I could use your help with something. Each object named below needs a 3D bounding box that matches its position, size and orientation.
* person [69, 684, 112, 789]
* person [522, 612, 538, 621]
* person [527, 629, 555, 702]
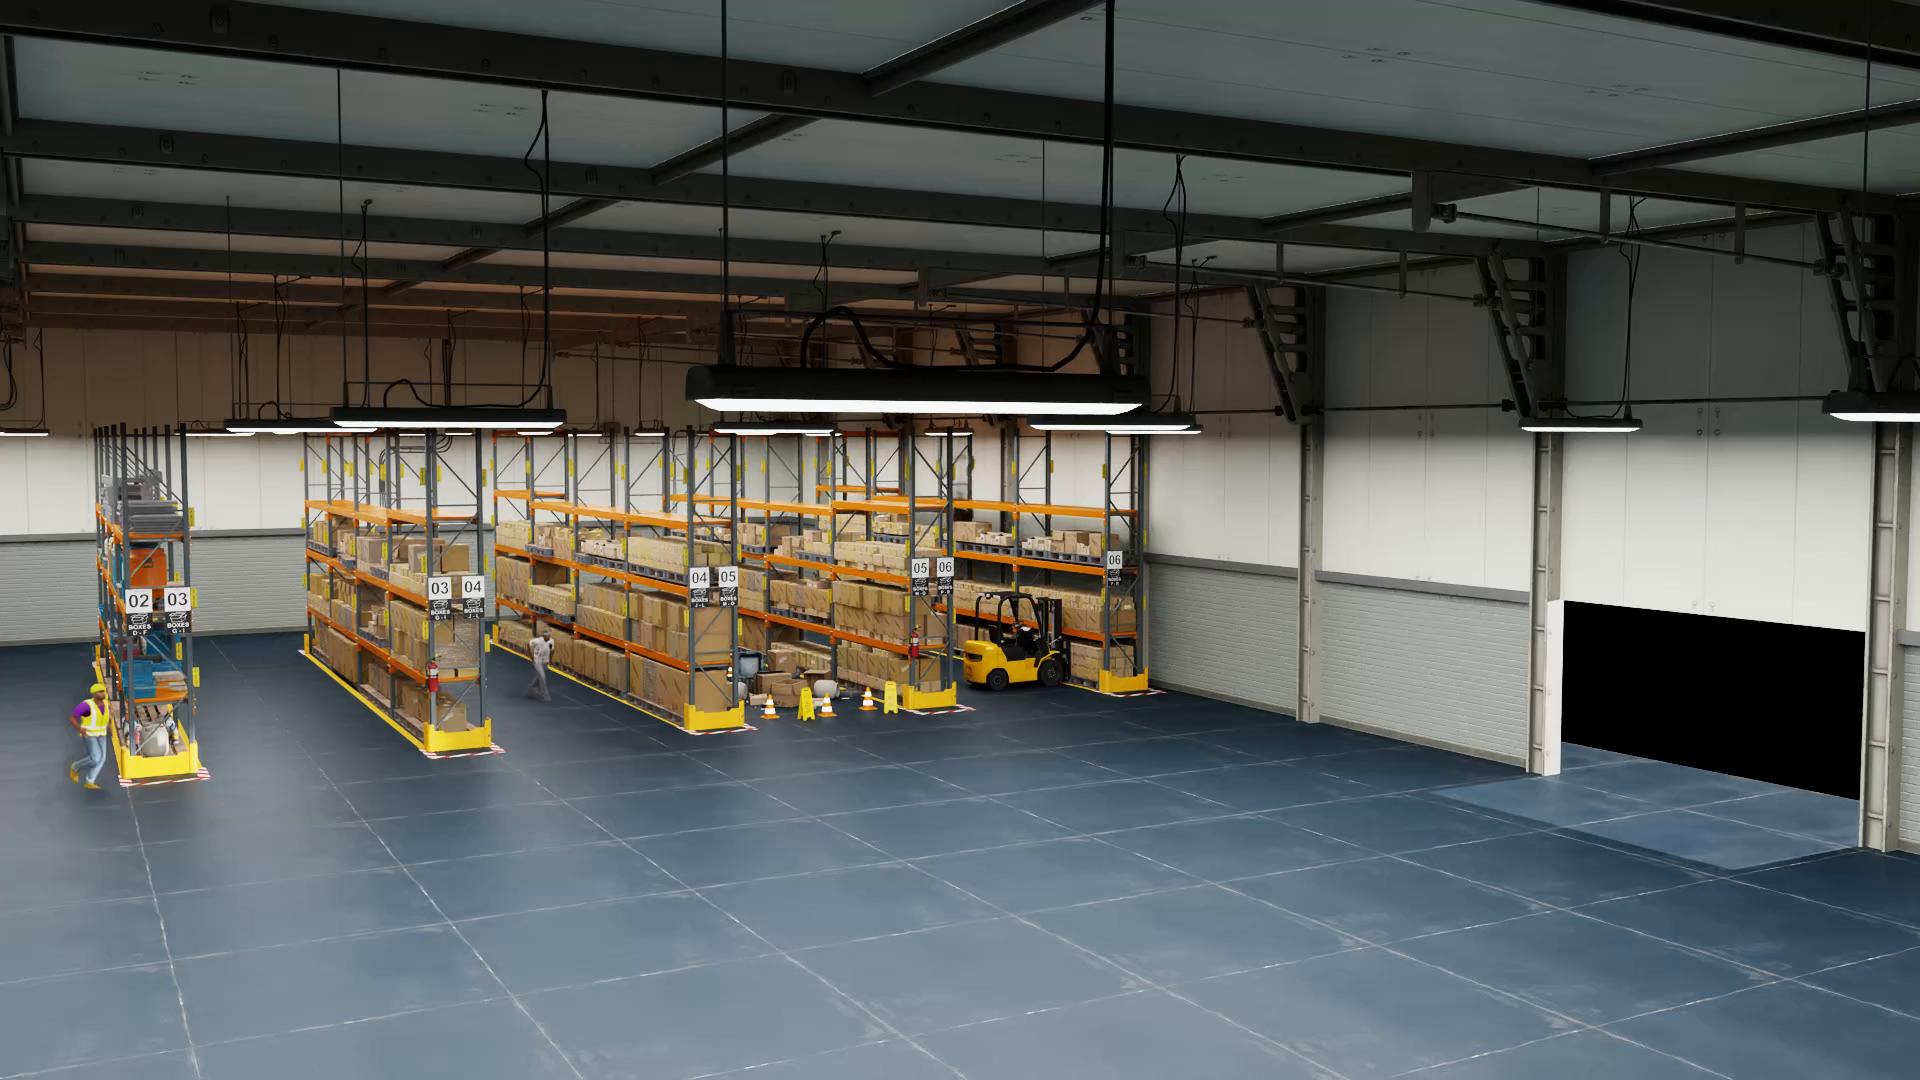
[{"bbox_3d":[-14.293,3.220,27.412,0.597,1.719,0.702,1,4,18],"label":"person"},{"bbox_3d":[-12.549,1.980,48.415,0.794,1.620,0.654,0,3,7],"label":"person"},{"bbox_3d":[-9.274,2.735,36.640,0.596,1.627,0.987,-2,4,-36],"label":"person"}]
